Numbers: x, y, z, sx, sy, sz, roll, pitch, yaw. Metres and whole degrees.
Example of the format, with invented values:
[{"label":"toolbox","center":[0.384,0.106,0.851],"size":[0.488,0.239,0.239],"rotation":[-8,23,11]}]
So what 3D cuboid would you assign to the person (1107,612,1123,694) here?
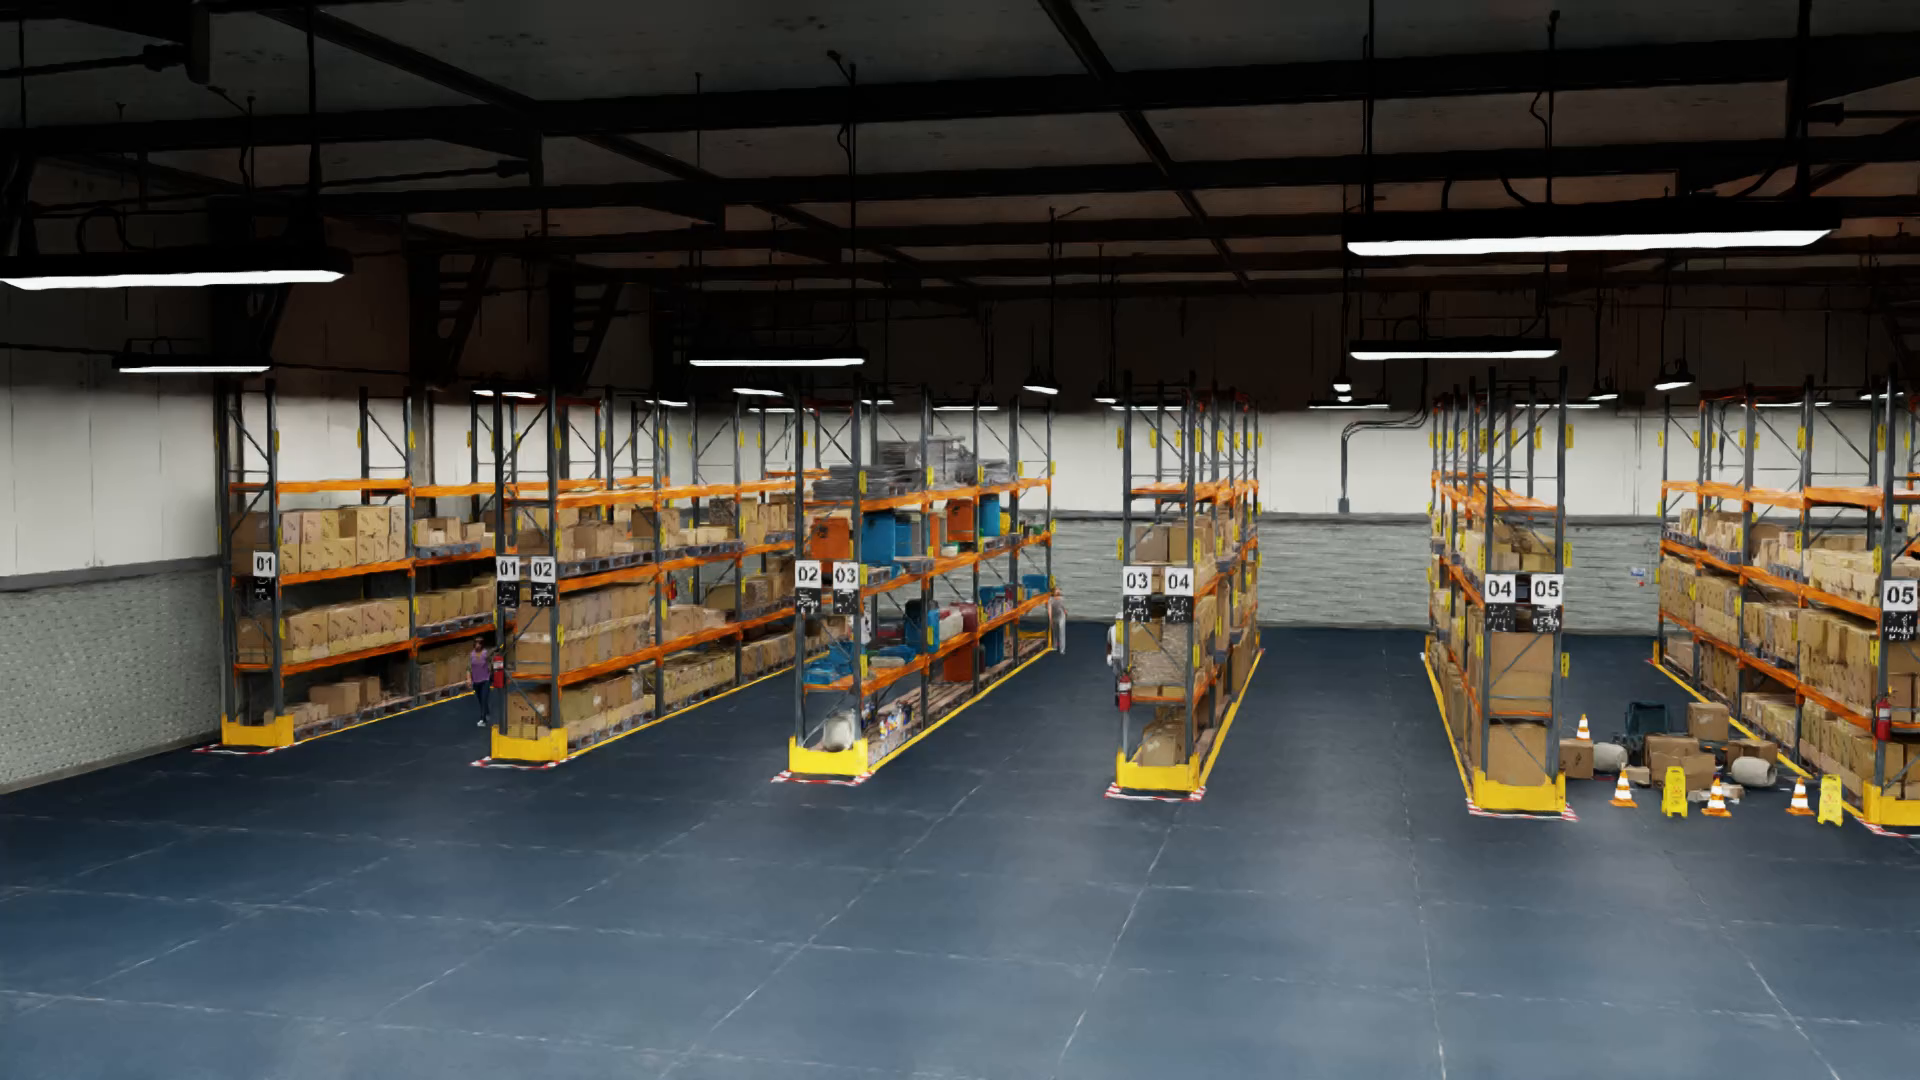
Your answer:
[{"label":"person","center":[3.092,2.219,31.950],"size":[0.566,1.706,1.122],"rotation":[1,4,15]}]

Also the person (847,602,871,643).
[{"label":"person","center":[-2.019,2.087,34.387],"size":[0.682,1.715,0.542],"rotation":[1,3,11]}]

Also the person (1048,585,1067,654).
[{"label":"person","center":[2.272,1.848,38.971],"size":[0.444,1.604,1.018],"rotation":[0,3,5]}]

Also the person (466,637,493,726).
[{"label":"person","center":[-8.446,2.465,29.269],"size":[0.412,1.533,0.955],"rotation":[0,3,5]}]
